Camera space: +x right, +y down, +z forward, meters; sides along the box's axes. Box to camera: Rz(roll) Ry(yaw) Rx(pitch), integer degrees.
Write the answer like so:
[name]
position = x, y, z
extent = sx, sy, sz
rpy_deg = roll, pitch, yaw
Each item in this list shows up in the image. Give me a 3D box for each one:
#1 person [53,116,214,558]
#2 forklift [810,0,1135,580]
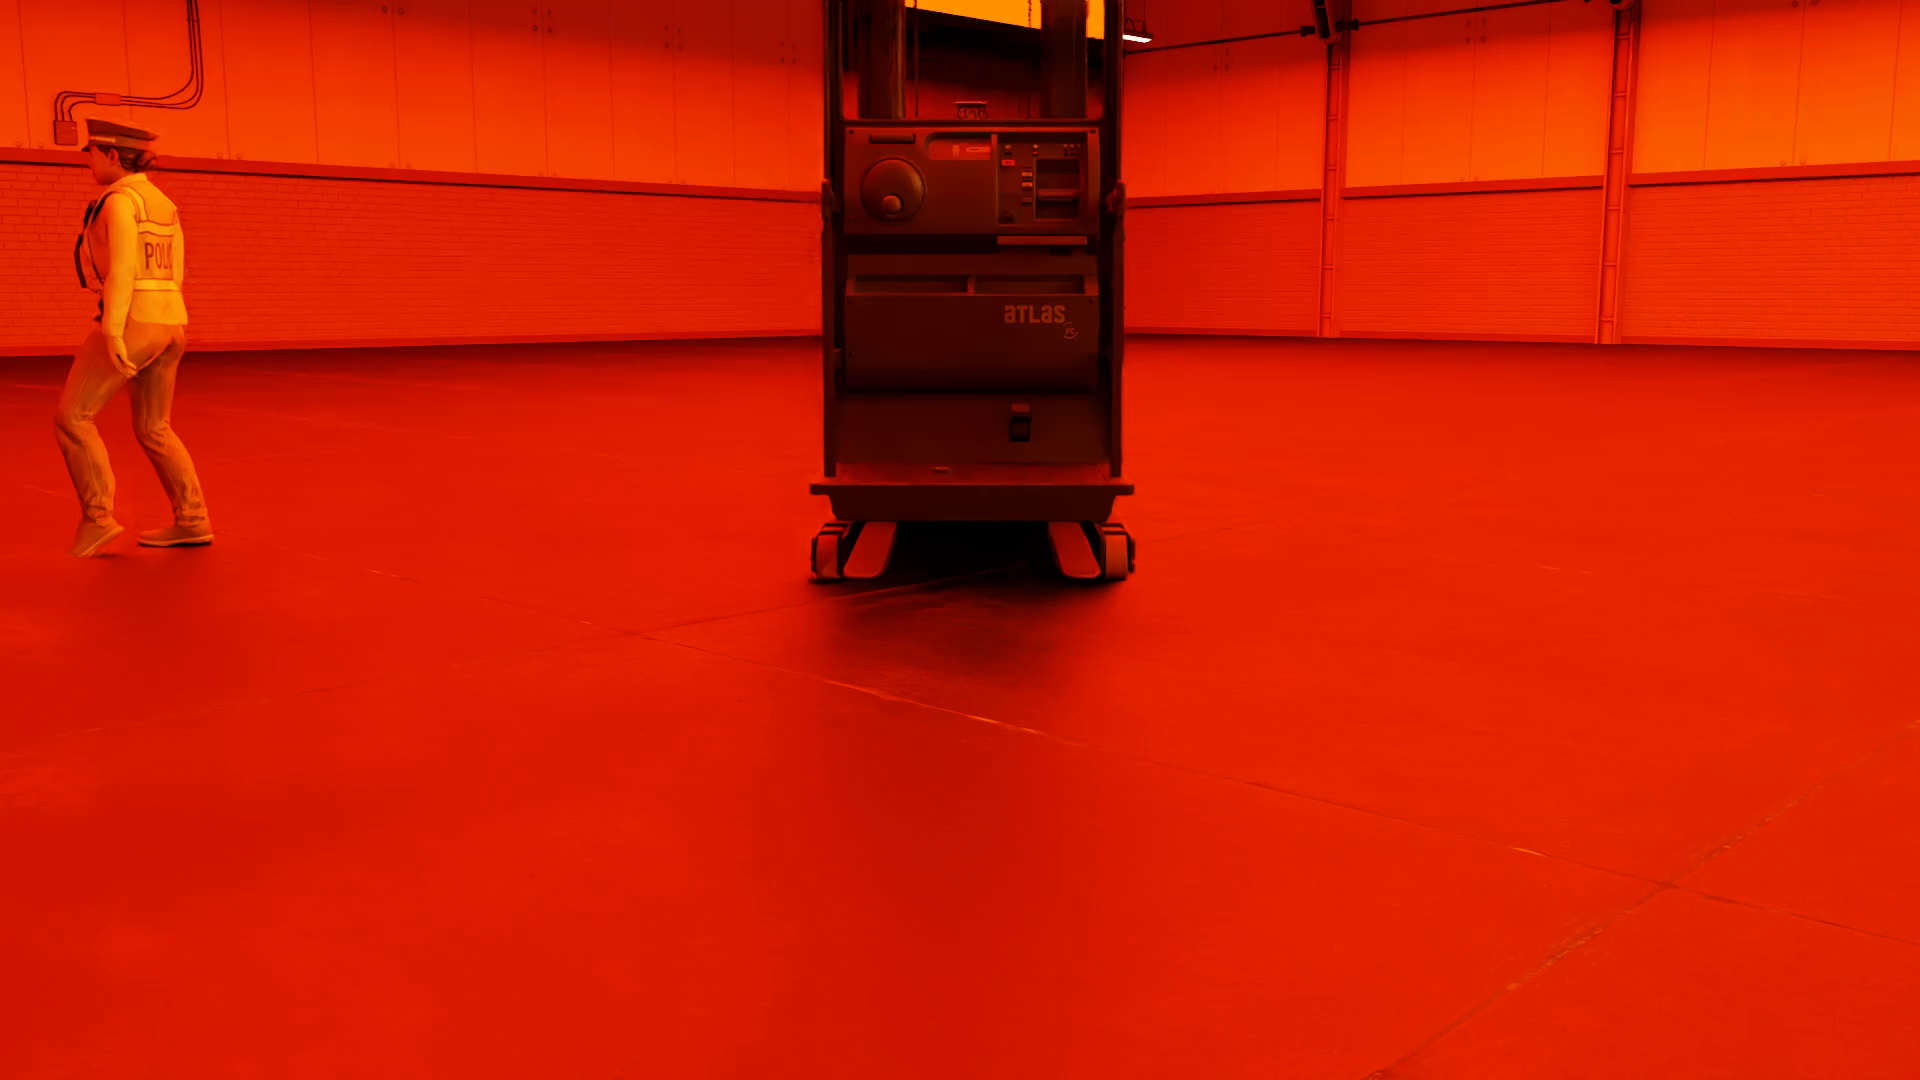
[person]
position = -3.207, -0.757, 6.420
extent = 0.477, 1.716, 0.591
rpy_deg = 0, 9, -2
[forklift]
position = 0.044, -1.353, 5.856
extent = 1.130, 2.935, 3.031
rpy_deg = 0, 9, 0
